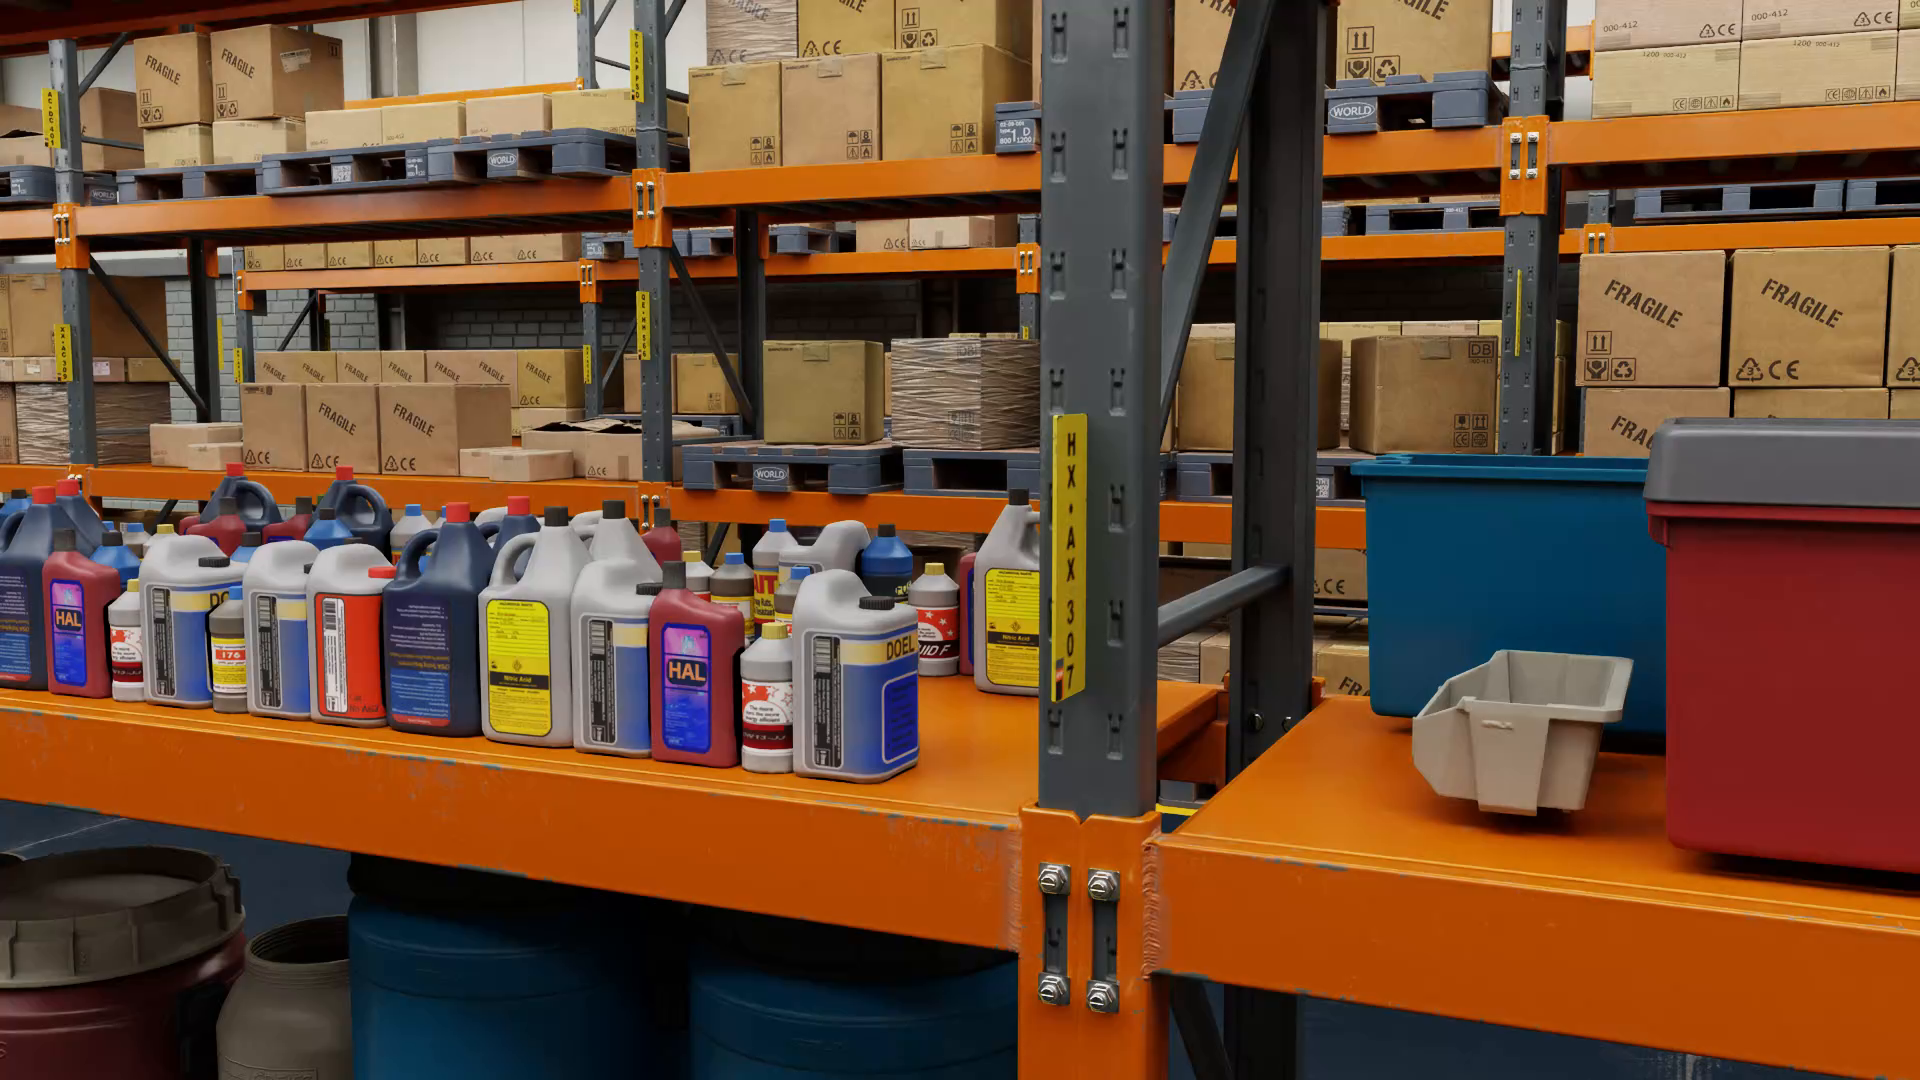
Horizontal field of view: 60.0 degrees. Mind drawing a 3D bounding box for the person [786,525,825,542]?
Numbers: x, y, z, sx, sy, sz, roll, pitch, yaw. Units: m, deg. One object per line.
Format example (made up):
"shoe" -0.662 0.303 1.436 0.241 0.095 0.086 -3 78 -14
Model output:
"person" -0.932 0.226 10.446 0.465 1.185 0.858 2 6 21
